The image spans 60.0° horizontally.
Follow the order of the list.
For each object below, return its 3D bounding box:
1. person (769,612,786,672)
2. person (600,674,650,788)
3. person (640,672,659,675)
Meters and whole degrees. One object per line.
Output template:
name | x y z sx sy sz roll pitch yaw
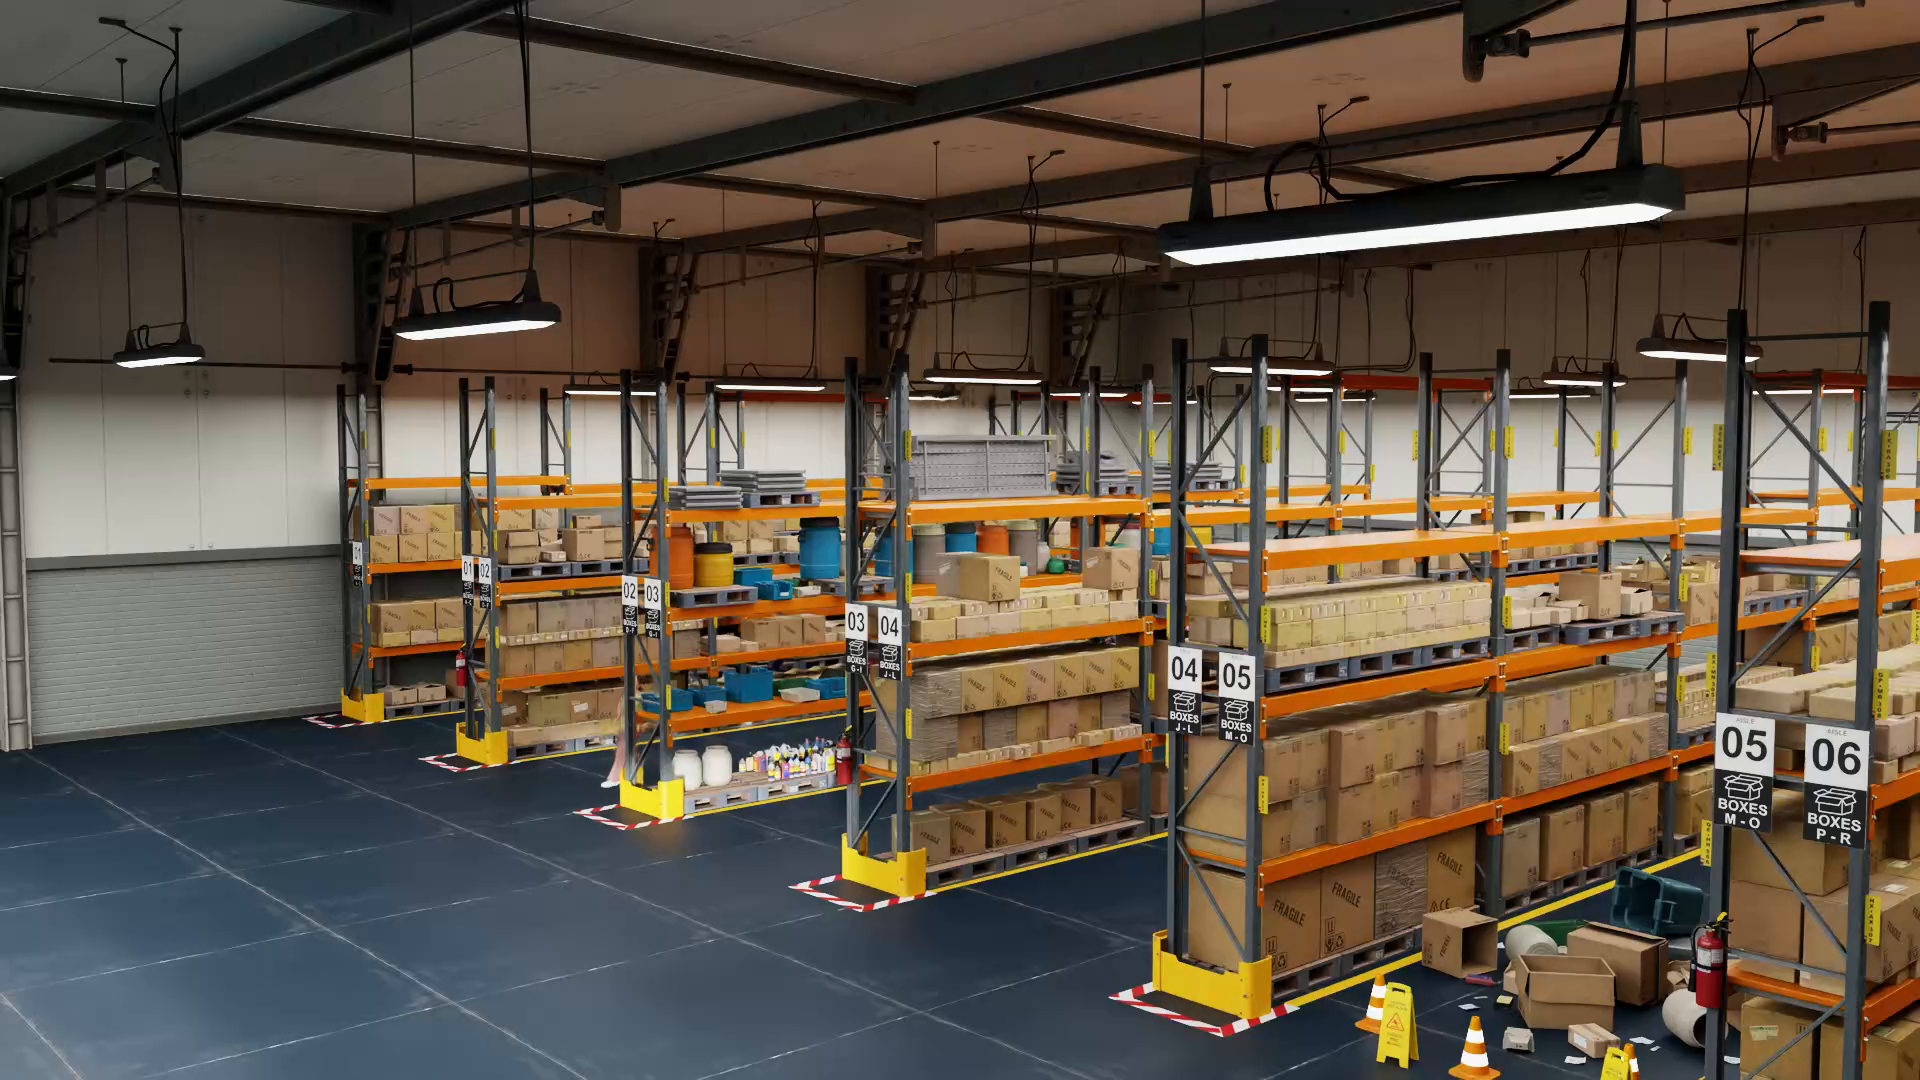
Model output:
person | -3.562 2.242 32.434 0.941 1.545 0.583 -4 5 -44
person | -4.772 2.754 24.207 0.636 1.623 0.885 2 4 31
person | -5.676 2.382 31.047 0.549 1.520 0.789 3 5 42
